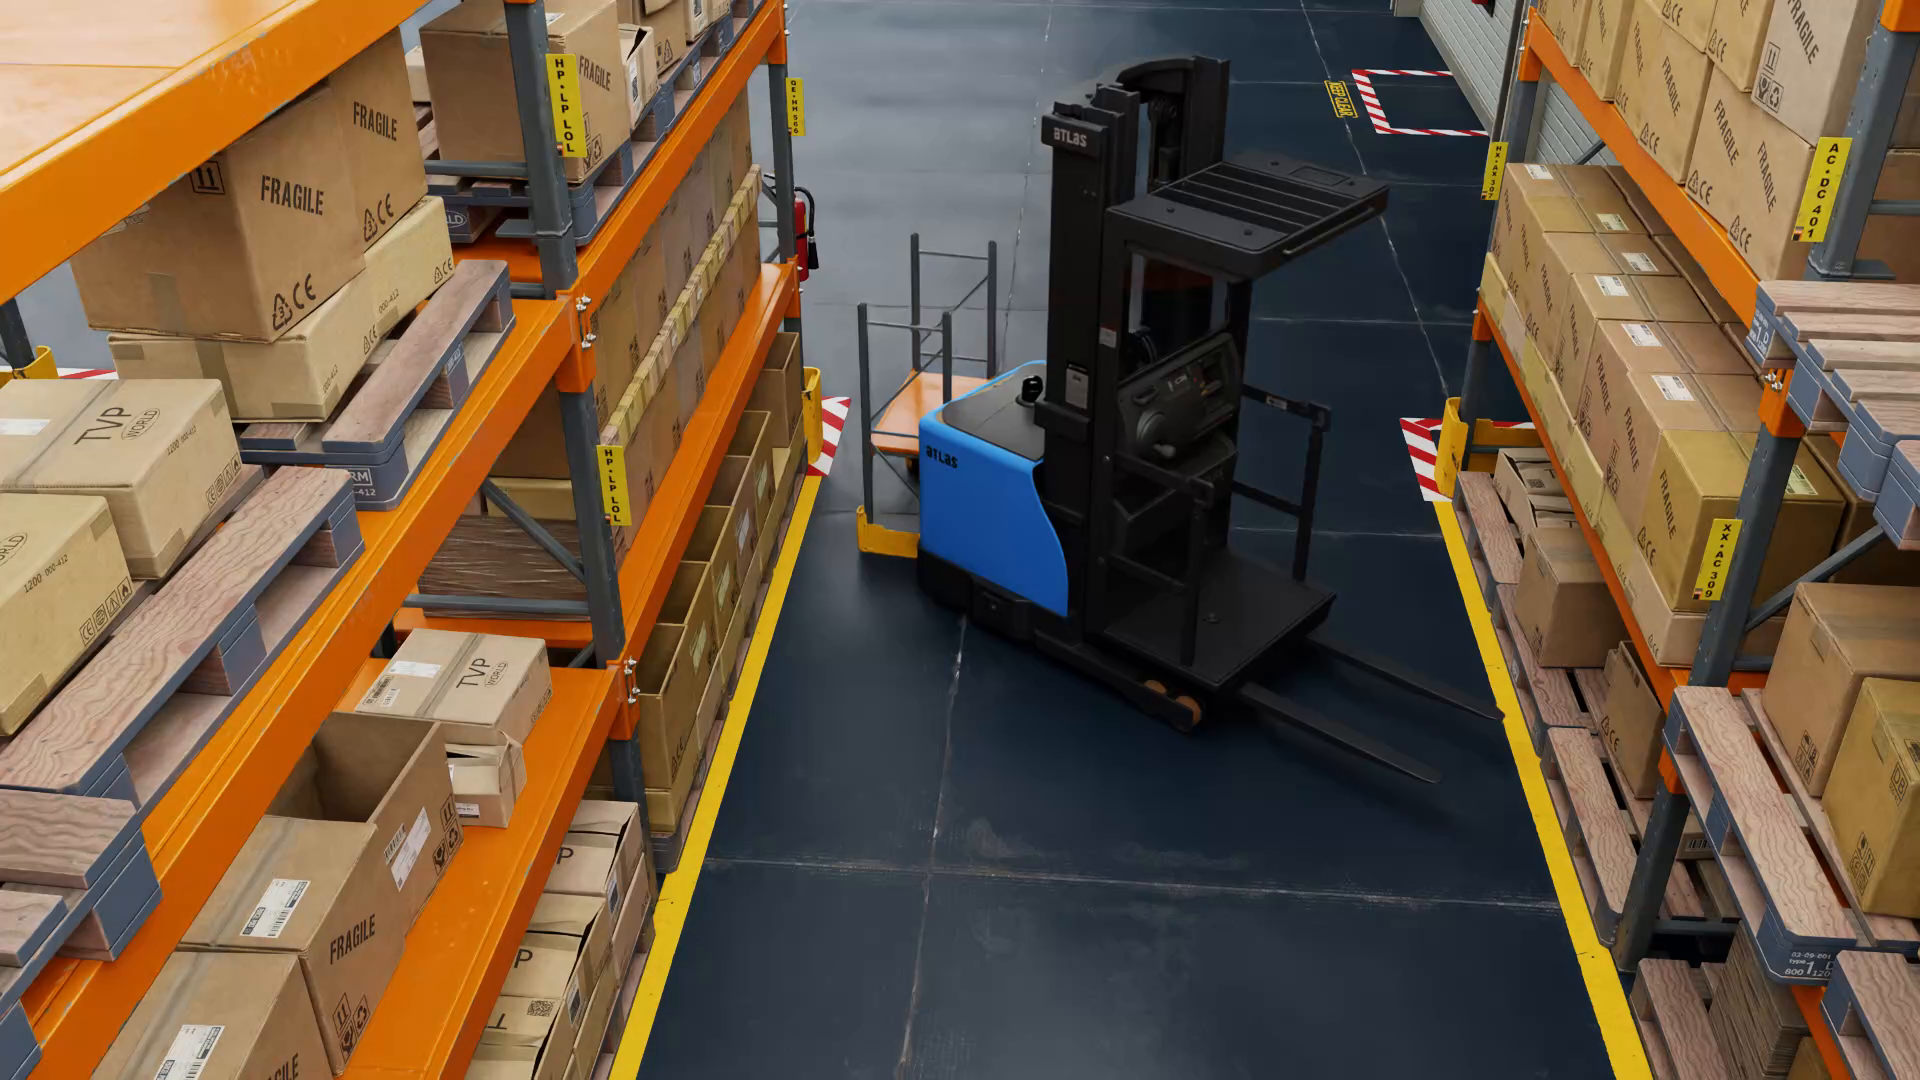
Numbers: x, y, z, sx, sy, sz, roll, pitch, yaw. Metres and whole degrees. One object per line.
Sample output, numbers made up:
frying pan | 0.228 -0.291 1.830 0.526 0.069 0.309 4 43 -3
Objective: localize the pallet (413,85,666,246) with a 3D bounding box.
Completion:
pallet | -1.739 -1.438 6.231 1.003 0.211 1.213 2 32 4

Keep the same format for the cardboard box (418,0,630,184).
cardboard box | -1.479 -1.562 5.718 0.500 0.500 0.500 5 32 8

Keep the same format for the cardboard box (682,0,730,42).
cardboard box | -1.334 -2.417 7.285 0.500 0.311 0.500 6 32 10

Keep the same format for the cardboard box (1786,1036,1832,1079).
cardboard box | 3.119 1.992 5.401 0.700 0.500 0.500 2 32 3

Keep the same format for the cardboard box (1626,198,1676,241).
cardboard box | 3.603 -1.380 8.319 0.500 0.500 0.500 3 32 5

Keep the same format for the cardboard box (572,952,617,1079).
cardboard box | -1.571 1.733 6.079 0.500 0.250 0.500 2 32 3

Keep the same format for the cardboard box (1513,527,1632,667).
cardboard box | 3.178 0.280 8.179 0.700 0.500 0.500 1 32 1

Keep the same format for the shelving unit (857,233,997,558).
shelving unit | -0.165 -0.816 9.426 0.587 1.500 1.083 8 32 12

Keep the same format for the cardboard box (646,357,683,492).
cardboard box | -1.672 -0.565 7.493 0.700 0.500 0.500 3 32 5

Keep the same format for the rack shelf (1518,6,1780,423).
rack shelf | 3.317 -1.559 7.027 1.077 0.370 4.000 2 32 4

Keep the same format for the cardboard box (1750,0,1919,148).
cardboard box | 2.925 -1.570 5.292 0.500 0.500 0.500 0 32 0

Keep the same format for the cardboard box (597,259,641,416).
cardboard box | -1.713 -0.843 6.708 0.700 0.500 0.500 2 32 4

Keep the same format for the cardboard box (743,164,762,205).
cardboard box | -1.299 -1.954 9.129 0.380 0.149 0.250 2 32 3

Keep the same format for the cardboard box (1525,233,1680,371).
cardboard box | 3.043 -1.133 7.919 0.500 0.500 0.500 1 32 2

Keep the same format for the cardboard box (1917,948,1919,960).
cardboard box | 3.004 1.130 4.323 0.700 0.500 0.500 7 32 11

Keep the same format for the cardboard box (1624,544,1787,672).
cardboard box | 2.891 0.252 6.386 0.500 0.250 0.500 3 32 4

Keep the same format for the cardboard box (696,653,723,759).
cardboard box | -1.397 0.749 7.676 0.500 0.250 0.500 2 32 4

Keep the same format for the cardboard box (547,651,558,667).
cardboard box | -1.911 0.408 7.515 0.500 0.500 0.500 2 32 4

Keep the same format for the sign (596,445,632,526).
sign | -1.241 -0.193 5.957 0.100 0.325 0.005 2 32 4

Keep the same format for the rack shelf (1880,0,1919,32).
rack shelf | 2.992 -0.574 2.951 1.077 0.370 4.000 2 32 4

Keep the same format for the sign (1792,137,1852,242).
sign | 2.613 -1.059 5.037 0.100 0.325 0.005 2 32 4

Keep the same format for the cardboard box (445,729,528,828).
cardboard box | -1.672 0.773 5.545 0.396 0.266 0.258 2 32 3

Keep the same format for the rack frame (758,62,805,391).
rack frame | -1.457 -1.844 9.663 1.000 3.000 0.127 2 32 4

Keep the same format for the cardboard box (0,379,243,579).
cardboard box | -2.000 -0.147 3.793 0.500 0.250 0.500 0 32 0

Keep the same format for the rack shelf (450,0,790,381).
rack shelf | -1.620 -1.769 7.368 1.077 0.370 4.000 2 32 4

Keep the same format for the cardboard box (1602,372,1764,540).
cardboard box | 2.920 -0.328 6.612 0.500 0.500 0.500 2 32 4

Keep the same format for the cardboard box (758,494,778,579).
cardboard box | -1.274 -0.035 8.949 0.500 0.250 0.500 2 32 4

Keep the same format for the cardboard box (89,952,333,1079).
cardboard box | -1.988 1.419 4.273 0.500 0.500 0.500 1 32 1

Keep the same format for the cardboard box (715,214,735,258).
cardboard box | -1.362 -1.552 8.477 0.380 0.149 0.250 3 32 5

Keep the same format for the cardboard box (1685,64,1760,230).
cardboard box | 3.003 -1.409 5.984 0.500 0.500 0.500 0 32 0

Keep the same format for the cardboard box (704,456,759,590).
cardboard box | -1.313 -0.093 8.328 0.500 0.500 0.500 2 32 4

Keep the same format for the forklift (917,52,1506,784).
forklift | 1.205 -0.639 7.773 3.031 2.935 1.130 25 40 35

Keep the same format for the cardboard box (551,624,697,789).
cardboard box | -1.433 0.691 7.055 0.500 0.500 0.500 2 32 4

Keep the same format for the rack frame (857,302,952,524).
rack frame | -0.289 -0.563 9.014 0.500 1.500 0.032 8 32 12

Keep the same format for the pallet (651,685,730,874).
pallet | -1.677 1.021 7.672 1.003 0.211 1.213 2 32 4

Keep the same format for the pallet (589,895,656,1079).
pallet | -1.804 1.822 6.373 1.003 0.211 1.213 2 32 4

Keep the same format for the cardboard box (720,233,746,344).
cardboard box | -1.546 -1.368 8.795 0.700 0.500 0.500 3 32 5

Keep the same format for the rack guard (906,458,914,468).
rack guard | -0.042 -0.538 10.164 0.587 0.250 0.087 8 32 12

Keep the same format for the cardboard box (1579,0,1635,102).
cardboard box | 3.086 -2.247 7.344 0.500 0.500 0.500 4 32 6

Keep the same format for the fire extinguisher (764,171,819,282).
fire extinguisher | -0.985 -1.853 9.751 0.296 0.674 0.183 2 32 4

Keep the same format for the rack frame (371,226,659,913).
rack frame | -1.783 0.248 6.269 1.000 3.000 0.127 2 32 4

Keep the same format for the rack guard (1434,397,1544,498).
rack guard | 3.474 -0.530 9.914 1.175 0.500 0.348 2 32 4

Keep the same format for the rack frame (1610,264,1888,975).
rack frame | 3.155 0.458 5.929 1.000 3.000 0.127 2 32 4

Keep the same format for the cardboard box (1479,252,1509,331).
cardboard box | 3.124 -1.337 8.965 0.500 0.250 0.500 2 32 3

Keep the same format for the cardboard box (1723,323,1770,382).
cardboard box | 3.493 -0.574 7.011 0.500 0.500 0.500 3 32 5

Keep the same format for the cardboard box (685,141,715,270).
cardboard box | -1.590 -1.628 7.982 0.700 0.500 0.500 3 32 4

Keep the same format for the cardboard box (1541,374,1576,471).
cardboard box | 3.005 -0.535 7.663 0.500 0.250 0.500 3 32 4

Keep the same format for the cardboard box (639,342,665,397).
cardboard box | -1.486 -0.737 7.154 0.380 0.149 0.250 1 32 2

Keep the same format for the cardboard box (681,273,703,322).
cardboard box | -1.423 -1.143 7.813 0.380 0.149 0.250 2 32 3

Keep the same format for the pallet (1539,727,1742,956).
pallet | 3.174 1.292 7.233 1.003 0.211 1.213 2 32 4

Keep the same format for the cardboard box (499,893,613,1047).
cardboard box | -1.566 1.497 5.928 0.500 0.311 0.500 3 32 5

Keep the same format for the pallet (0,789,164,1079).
pallet | -2.143 0.784 2.719 1.213 0.211 1.003 4 32 6

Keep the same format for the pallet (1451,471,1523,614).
pallet | 3.373 0.016 9.303 1.003 0.211 1.213 2 32 4

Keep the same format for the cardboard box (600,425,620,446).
cardboard box | -1.548 -0.334 6.500 0.380 0.149 0.250 3 32 5

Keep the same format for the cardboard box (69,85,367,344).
cardboard box | -1.896 -0.844 4.209 0.500 0.500 0.500 5 32 9

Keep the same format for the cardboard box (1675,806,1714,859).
cardboard box | 3.168 1.195 7.013 0.380 0.166 0.250 -2 32 -2
